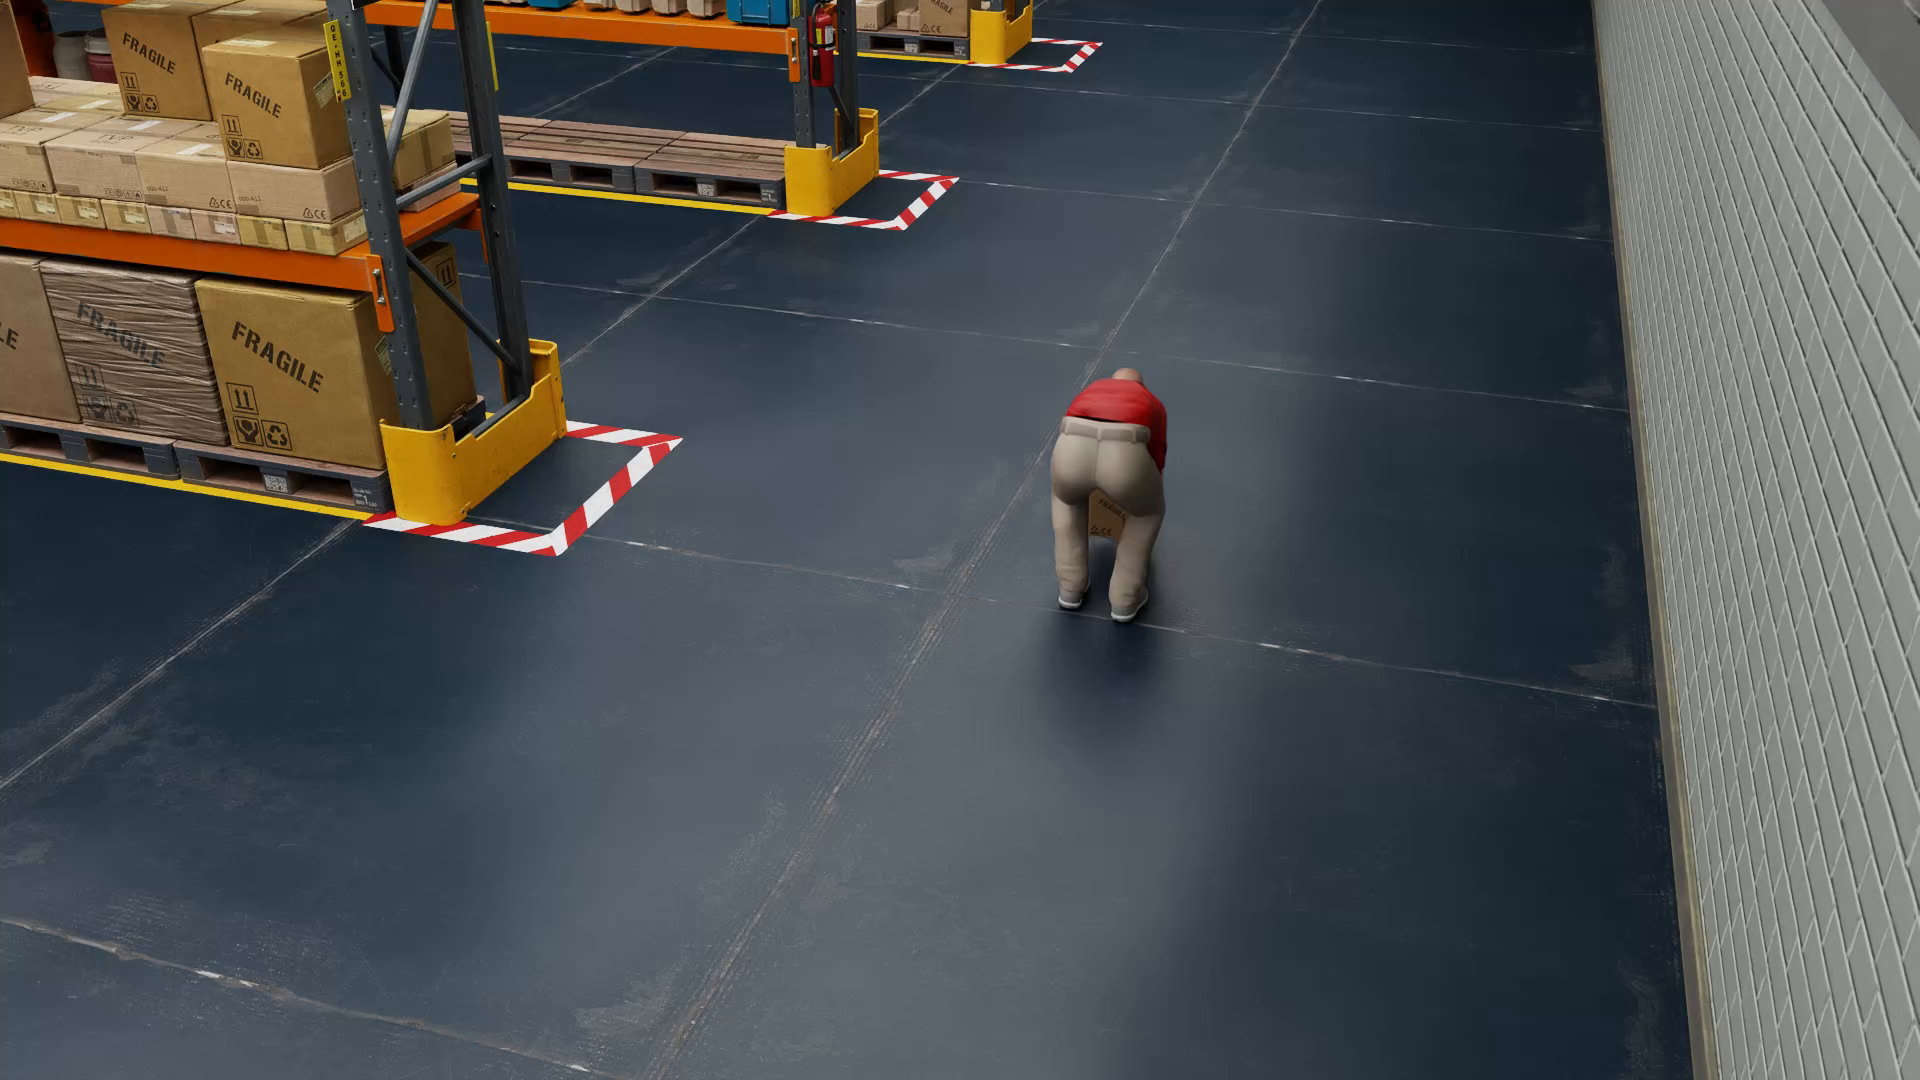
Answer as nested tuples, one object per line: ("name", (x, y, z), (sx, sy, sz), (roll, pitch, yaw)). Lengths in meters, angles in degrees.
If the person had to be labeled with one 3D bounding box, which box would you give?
("person", (0.672, -0.248, 7.341), (0.509, 1.002, 0.960), (7, 30, 13))
